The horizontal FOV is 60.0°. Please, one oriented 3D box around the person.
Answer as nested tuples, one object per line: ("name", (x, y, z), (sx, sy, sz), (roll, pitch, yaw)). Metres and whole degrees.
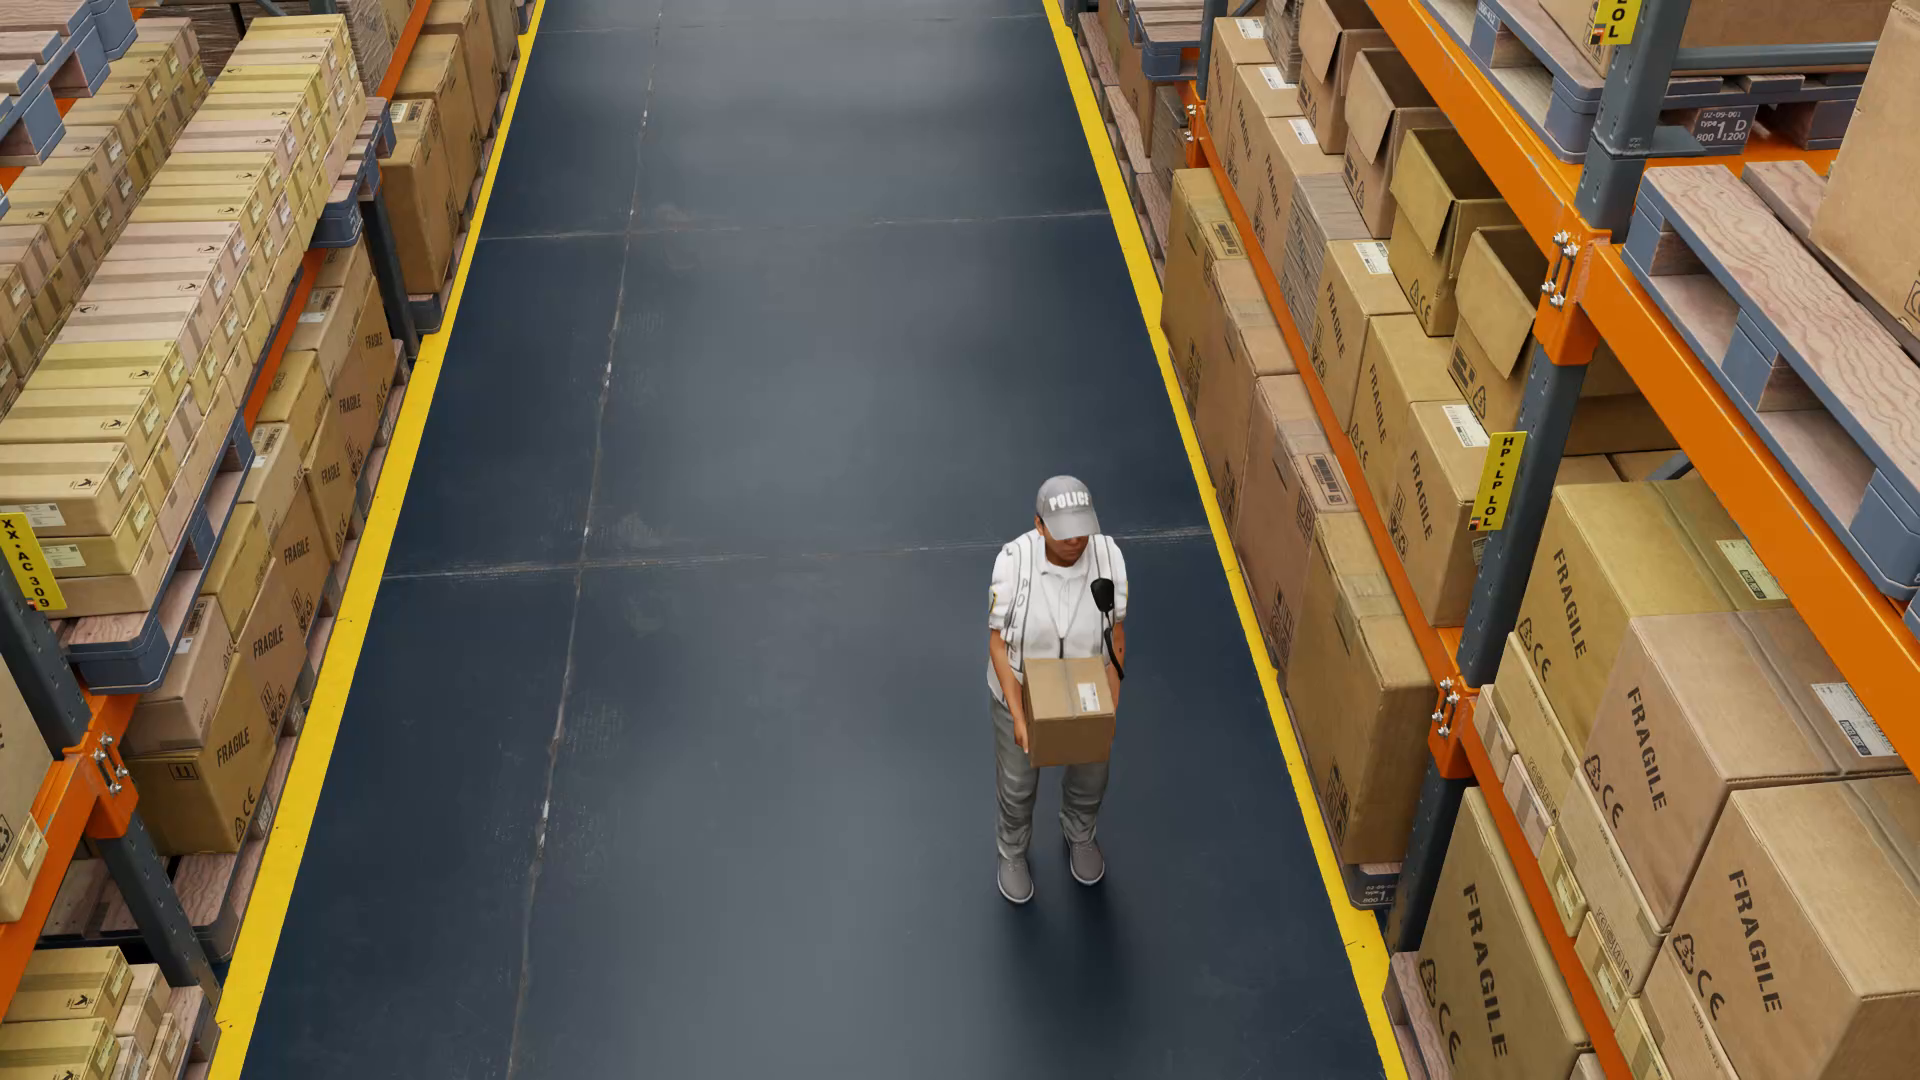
("person", (0.322, 0.542, 5.500), (0.453, 1.654, 0.535), (-4, 40, -5))
